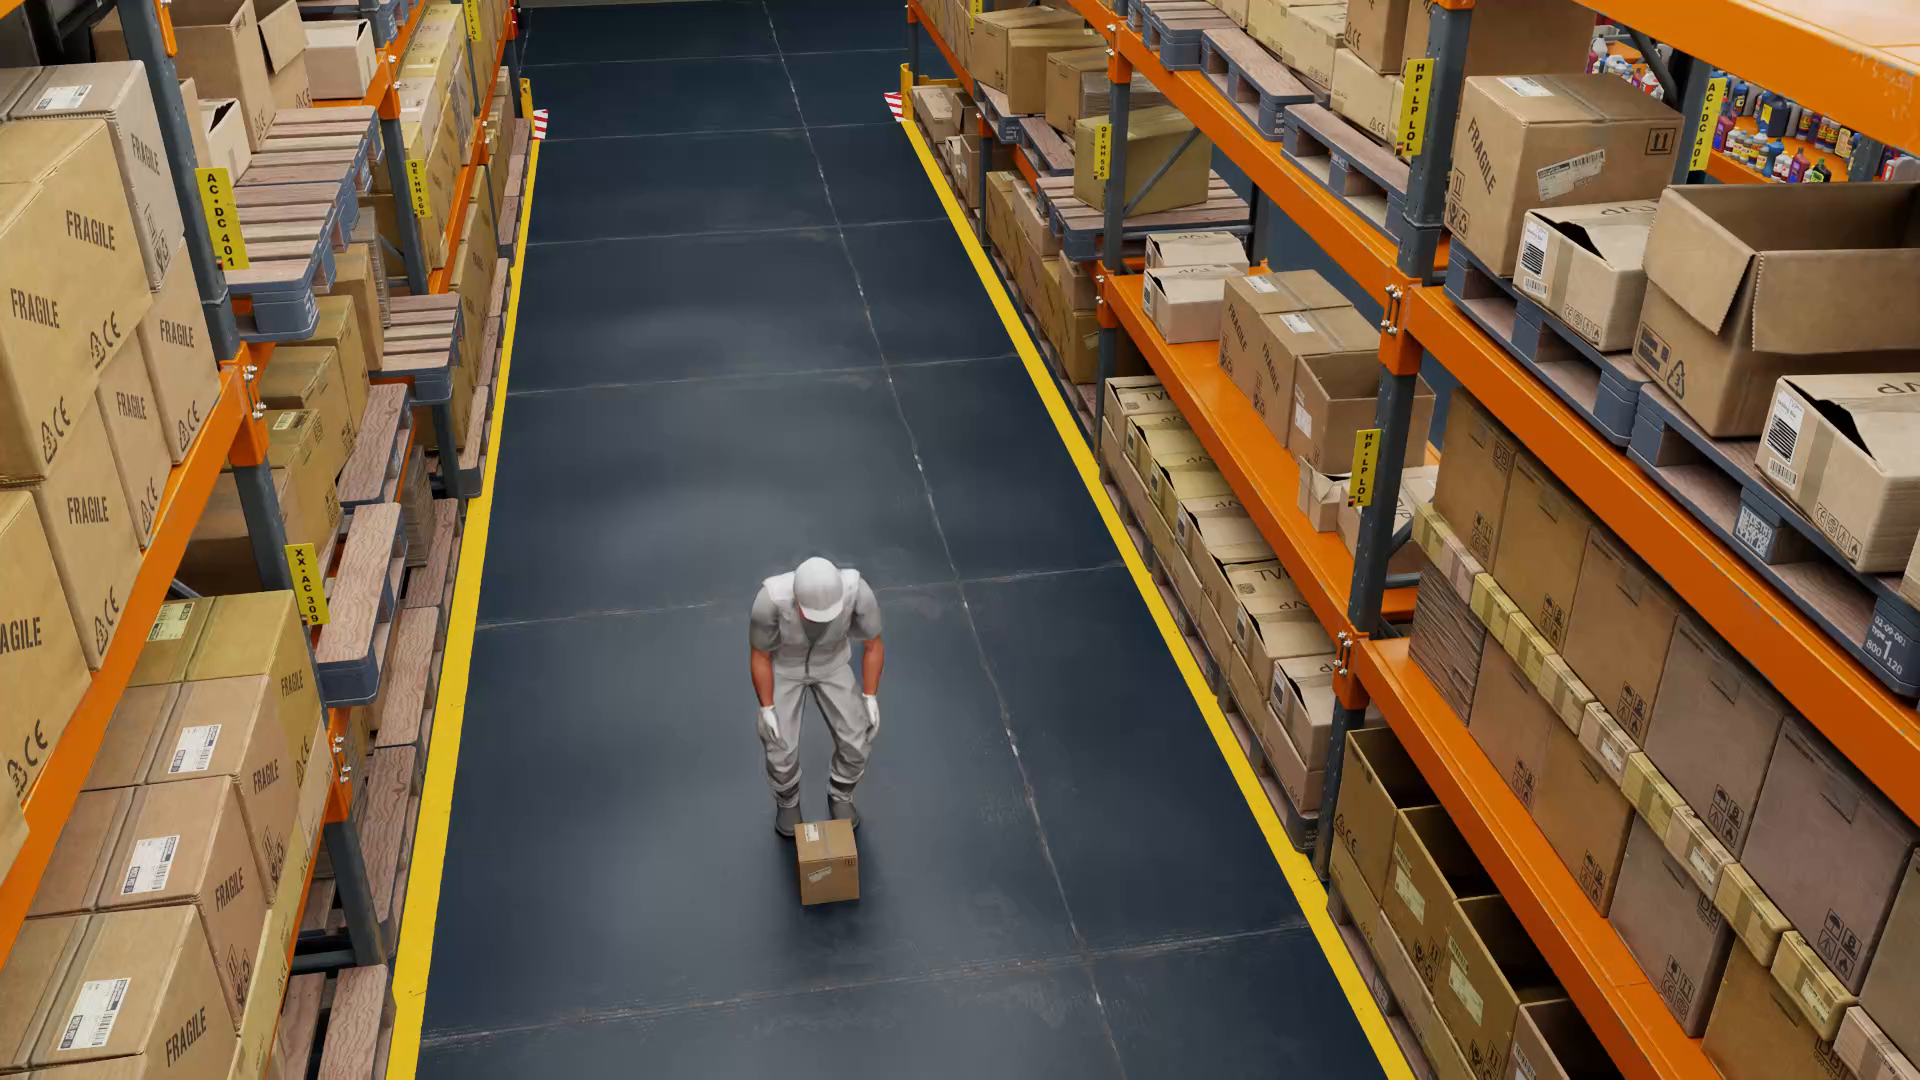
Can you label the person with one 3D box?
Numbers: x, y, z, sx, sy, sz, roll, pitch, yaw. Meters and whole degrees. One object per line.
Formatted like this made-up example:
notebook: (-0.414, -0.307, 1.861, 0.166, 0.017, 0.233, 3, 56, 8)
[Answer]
person: (-0.620, 0.640, 7.284, 0.579, 1.528, 0.690, -5, 31, -9)
